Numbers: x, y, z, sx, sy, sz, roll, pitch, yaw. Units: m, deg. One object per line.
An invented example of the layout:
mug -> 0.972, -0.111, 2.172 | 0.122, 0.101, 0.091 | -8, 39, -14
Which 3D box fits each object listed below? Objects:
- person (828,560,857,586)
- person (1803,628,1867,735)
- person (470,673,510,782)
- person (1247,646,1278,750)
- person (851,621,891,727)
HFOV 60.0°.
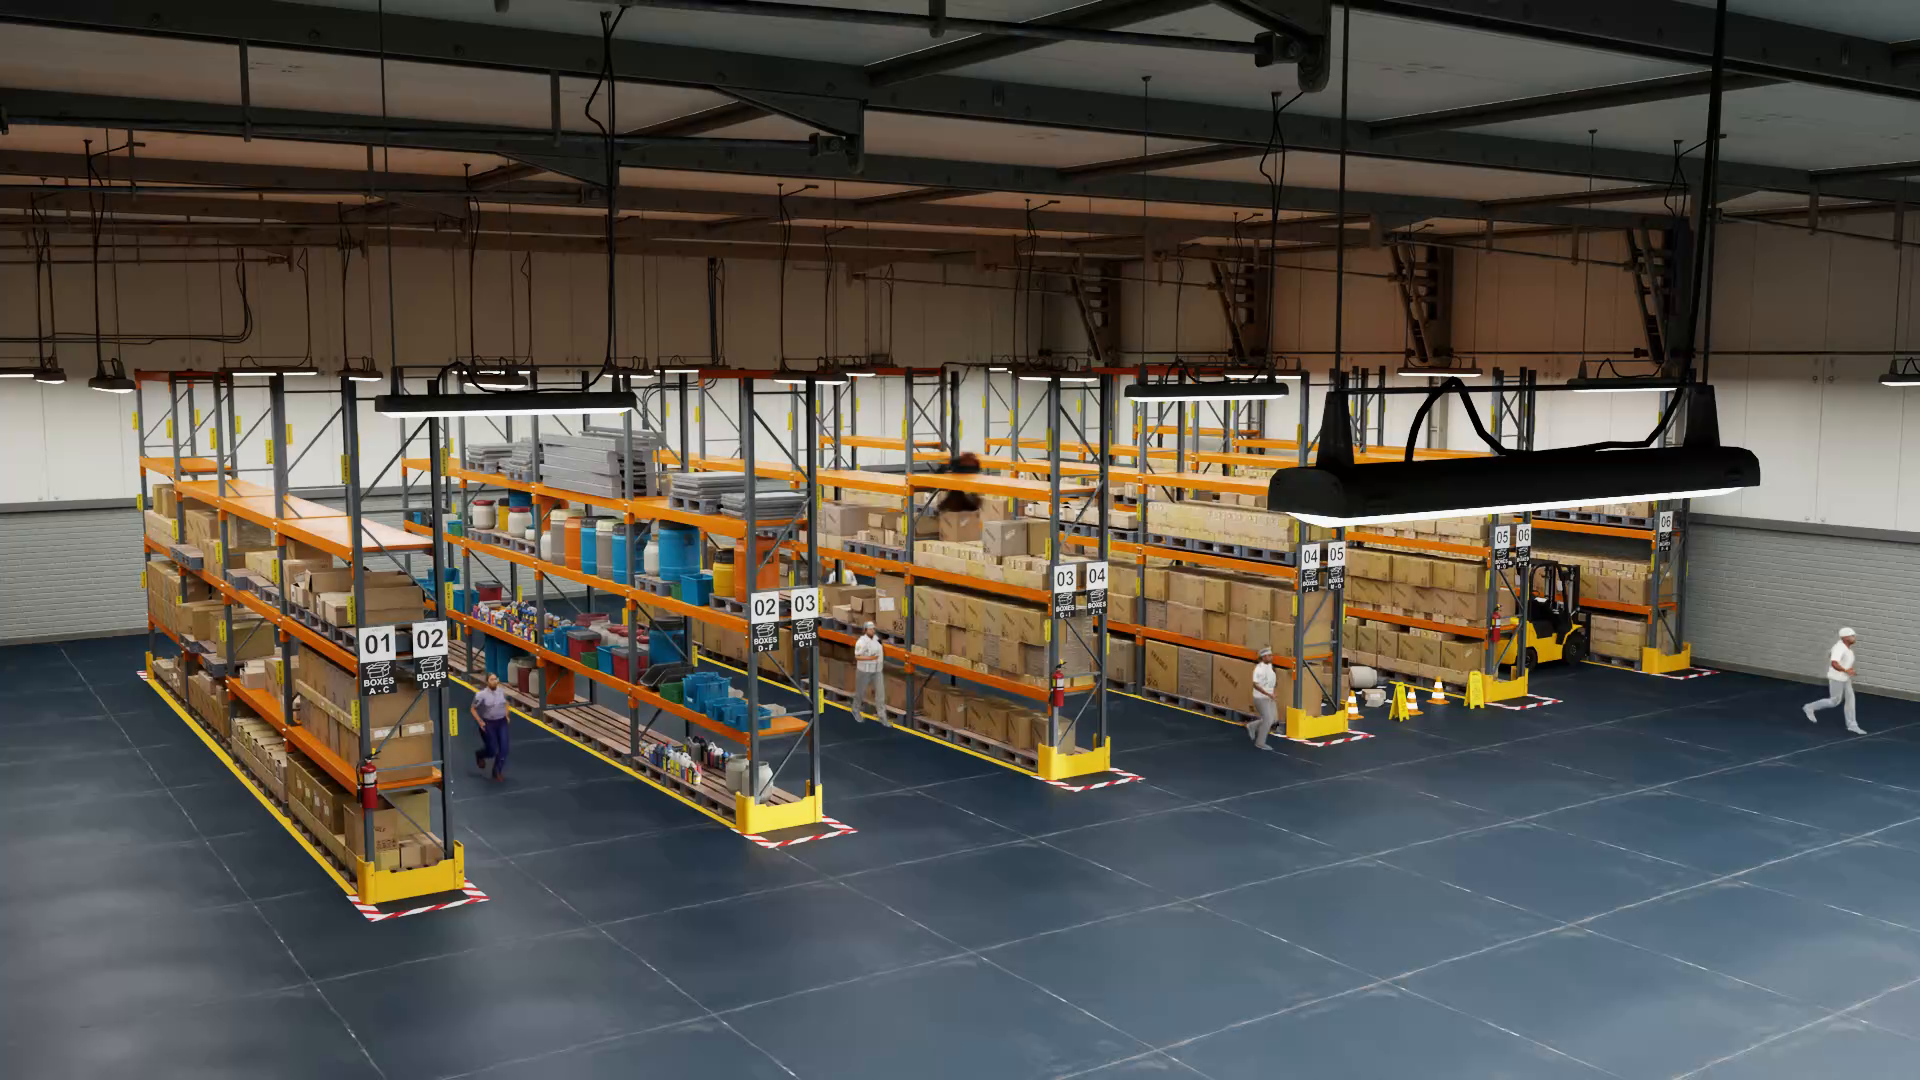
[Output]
person -> -2.601, 1.302, 37.014 | 0.739, 1.742, 0.701 | -3, 7, -26
person -> 14.683, 2.326, 27.819 | 0.998, 1.756, 0.725 | 5, 8, 38
person -> -6.959, 2.763, 24.735 | 0.614, 1.609, 0.575 | -6, 9, -42
person -> 4.855, 2.515, 26.643 | 0.590, 1.662, 0.615 | 4, 8, 33
person -> -1.474, 2.165, 27.040 | 0.583, 1.691, 0.837 | -5, 8, -39
